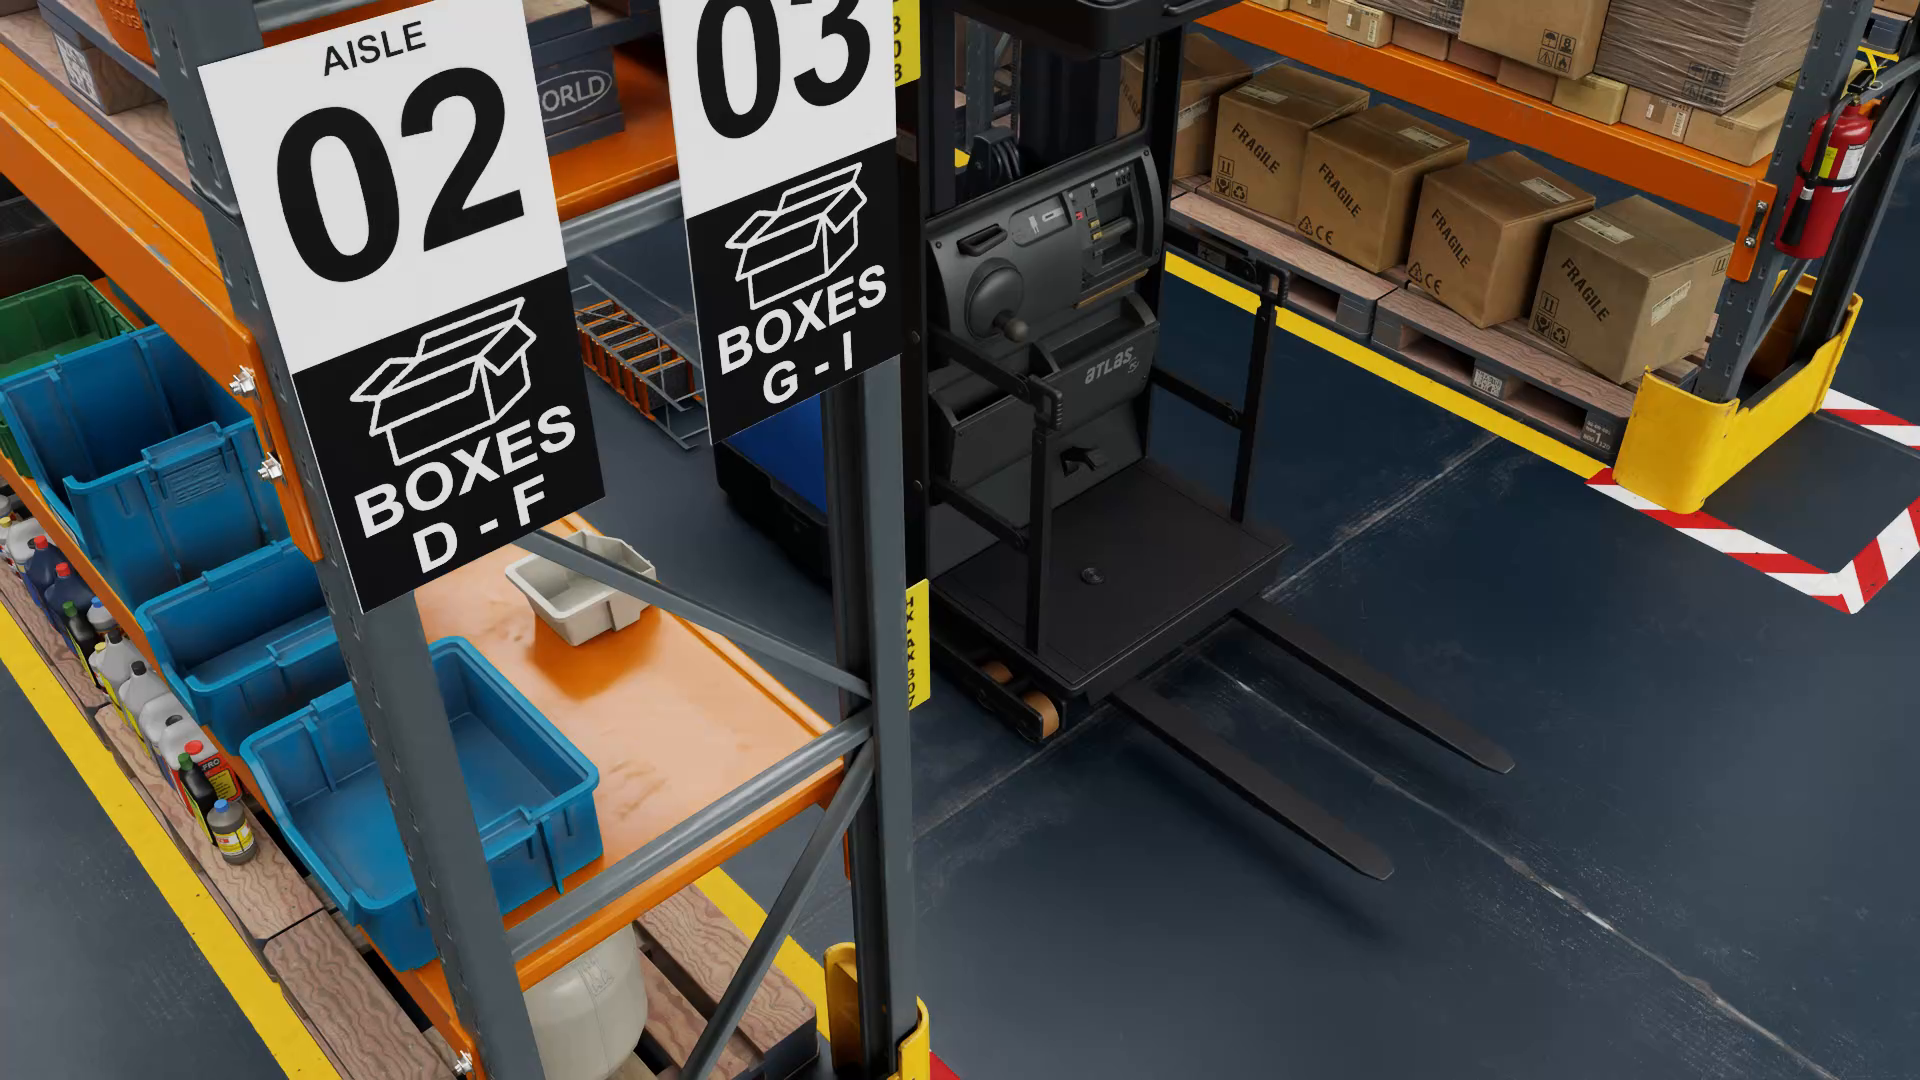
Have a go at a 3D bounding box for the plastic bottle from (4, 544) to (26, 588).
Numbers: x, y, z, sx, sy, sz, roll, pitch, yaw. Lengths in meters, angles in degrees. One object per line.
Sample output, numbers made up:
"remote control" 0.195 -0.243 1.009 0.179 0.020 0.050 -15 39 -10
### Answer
"plastic bottle" -3.184 0.058 5.668 0.097 0.201 0.097 0 39 0

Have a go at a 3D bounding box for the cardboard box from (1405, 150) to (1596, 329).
"cardboard box" 2.299 -1.290 7.116 0.500 0.500 0.500 -18 42 -21

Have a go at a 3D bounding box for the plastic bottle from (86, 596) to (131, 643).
"plastic bottle" -2.720 0.292 5.322 0.097 0.271 0.097 0 39 0

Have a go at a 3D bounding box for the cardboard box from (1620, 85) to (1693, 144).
"cardboard box" 2.626 -1.604 6.048 0.380 0.149 0.250 -30 48 -32

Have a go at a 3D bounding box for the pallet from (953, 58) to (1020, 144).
"pallet" -0.094 -2.667 9.385 1.003 0.211 1.213 -30 48 -32

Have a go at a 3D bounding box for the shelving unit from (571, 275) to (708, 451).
"shelving unit" -1.382 -0.771 7.048 0.258 0.189 1.200 -27 46 -29

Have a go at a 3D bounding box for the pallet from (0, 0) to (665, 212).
"pallet" -0.997 -0.954 2.807 1.003 0.211 1.213 -30 48 -32

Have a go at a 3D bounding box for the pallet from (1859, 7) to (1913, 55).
"pallet" 5.441 -3.419 10.315 1.003 0.211 1.213 -30 48 -32

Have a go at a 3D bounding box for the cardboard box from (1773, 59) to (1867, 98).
"cardboard box" 3.122 -1.677 6.139 0.380 0.149 0.250 -30 48 -32

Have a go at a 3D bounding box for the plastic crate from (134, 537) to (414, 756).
"plastic crate" -1.503 0.214 3.716 0.499 0.251 0.408 -30 48 -32

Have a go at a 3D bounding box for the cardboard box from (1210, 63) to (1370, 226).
"cardboard box" 1.545 -1.866 7.828 0.500 0.500 0.500 30 48 32

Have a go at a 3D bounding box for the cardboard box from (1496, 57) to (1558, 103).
"cardboard box" 2.261 -1.820 6.316 0.380 0.149 0.250 -30 48 -32

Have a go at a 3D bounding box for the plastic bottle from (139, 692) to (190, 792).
"plastic bottle" -2.318 0.596 4.943 0.152 0.276 0.135 -31 48 -33

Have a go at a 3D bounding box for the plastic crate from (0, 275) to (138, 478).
"plastic crate" -2.504 -0.457 4.597 0.450 0.188 0.662 -30 48 -32

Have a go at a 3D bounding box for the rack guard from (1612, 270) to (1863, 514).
"rack guard" 3.088 -0.604 6.600 1.175 0.500 0.348 -30 48 -32

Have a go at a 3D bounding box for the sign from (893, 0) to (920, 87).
"sign" -0.101 -0.839 2.507 0.100 0.325 0.005 -30 48 -32

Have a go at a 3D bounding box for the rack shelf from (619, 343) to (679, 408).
"rack shelf" -1.279 -0.691 6.948 0.258 0.180 0.103 -27 46 -29

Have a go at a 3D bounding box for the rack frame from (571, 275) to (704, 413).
"rack frame" -1.382 -0.842 6.991 0.240 0.006 1.200 -27 46 -29

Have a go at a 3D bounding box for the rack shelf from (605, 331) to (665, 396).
"rack shelf" -1.354 -0.749 7.021 0.258 0.180 0.103 -27 46 -29

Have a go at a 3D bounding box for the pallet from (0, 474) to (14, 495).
"pallet" -3.774 -0.550 6.763 1.003 0.211 1.213 -30 48 -32

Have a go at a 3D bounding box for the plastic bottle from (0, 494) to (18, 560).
"plastic bottle" -3.322 -0.064 5.763 0.097 0.271 0.097 0 39 0

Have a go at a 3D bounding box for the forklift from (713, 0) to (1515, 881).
"forklift" 0.424 -0.848 4.967 1.130 2.935 3.031 -30 48 -32

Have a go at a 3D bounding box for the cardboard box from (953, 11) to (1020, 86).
"cardboard box" 0.034 -2.885 9.074 0.500 0.500 0.700 30 48 32

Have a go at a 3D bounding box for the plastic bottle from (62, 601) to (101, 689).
"plastic bottle" -2.766 0.329 5.267 0.061 0.283 0.133 -28 47 -30

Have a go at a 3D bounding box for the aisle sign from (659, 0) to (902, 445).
"aisle sign" -0.245 -0.539 2.461 0.394 0.787 0.004 -30 48 -32

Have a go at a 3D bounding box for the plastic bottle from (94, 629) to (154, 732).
"plastic bottle" -2.559 0.406 5.119 0.144 0.351 0.185 -30 48 -32

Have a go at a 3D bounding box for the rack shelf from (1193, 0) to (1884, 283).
"rack shelf" 1.786 -2.187 7.143 1.077 0.370 4.000 -30 48 -32

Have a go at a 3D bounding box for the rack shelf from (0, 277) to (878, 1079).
"rack shelf" -1.862 -0.082 4.537 1.077 0.370 4.000 -30 48 -32

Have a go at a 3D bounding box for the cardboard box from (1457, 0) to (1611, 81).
"cardboard box" 2.361 -2.143 6.199 0.875 0.500 0.500 -30 48 -32

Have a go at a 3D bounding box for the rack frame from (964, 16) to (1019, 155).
"rack frame" 0.434 -3.393 8.063 1.000 3.000 0.127 -30 48 -32

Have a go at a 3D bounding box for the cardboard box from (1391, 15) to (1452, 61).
"cardboard box" 1.937 -2.059 6.612 0.380 0.149 0.250 -30 48 -32

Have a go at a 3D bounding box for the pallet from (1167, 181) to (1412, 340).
"pallet" 1.743 -1.447 7.874 1.003 0.211 1.213 -30 48 -32

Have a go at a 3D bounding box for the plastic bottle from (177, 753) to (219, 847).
"plastic bottle" -2.167 0.739 4.759 0.061 0.283 0.133 -29 47 -31

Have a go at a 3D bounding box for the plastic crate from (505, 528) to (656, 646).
"plastic crate" -0.878 0.115 3.930 0.298 0.136 0.250 -30 48 -32

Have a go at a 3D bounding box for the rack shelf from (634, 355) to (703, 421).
"rack shelf" -1.204 -0.632 6.874 0.258 0.180 0.103 -27 46 -29

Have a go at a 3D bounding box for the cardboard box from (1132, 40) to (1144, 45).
"cardboard box" 0.675 -2.381 8.466 0.500 0.500 0.500 -32 48 -33

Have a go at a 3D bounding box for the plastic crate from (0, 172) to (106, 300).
"plastic crate" -2.954 -0.967 5.110 0.767 0.338 0.504 -30 48 -32

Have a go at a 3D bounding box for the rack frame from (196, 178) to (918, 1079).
"rack frame" -0.509 0.563 3.165 1.000 3.000 0.127 -30 48 -32

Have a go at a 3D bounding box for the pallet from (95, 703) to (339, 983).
"pallet" -1.962 0.690 5.227 1.003 0.211 1.213 -30 48 -32

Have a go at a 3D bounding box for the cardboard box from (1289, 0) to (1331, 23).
"cardboard box" 1.584 -2.283 6.889 0.380 0.149 0.250 -30 48 -32

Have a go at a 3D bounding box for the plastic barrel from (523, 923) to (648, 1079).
"plastic barrel" -1.011 1.096 4.152 0.421 0.512 0.421 0 39 0

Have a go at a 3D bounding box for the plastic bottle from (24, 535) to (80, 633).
"plastic bottle" -2.974 0.122 5.470 0.144 0.351 0.185 -29 47 -31
